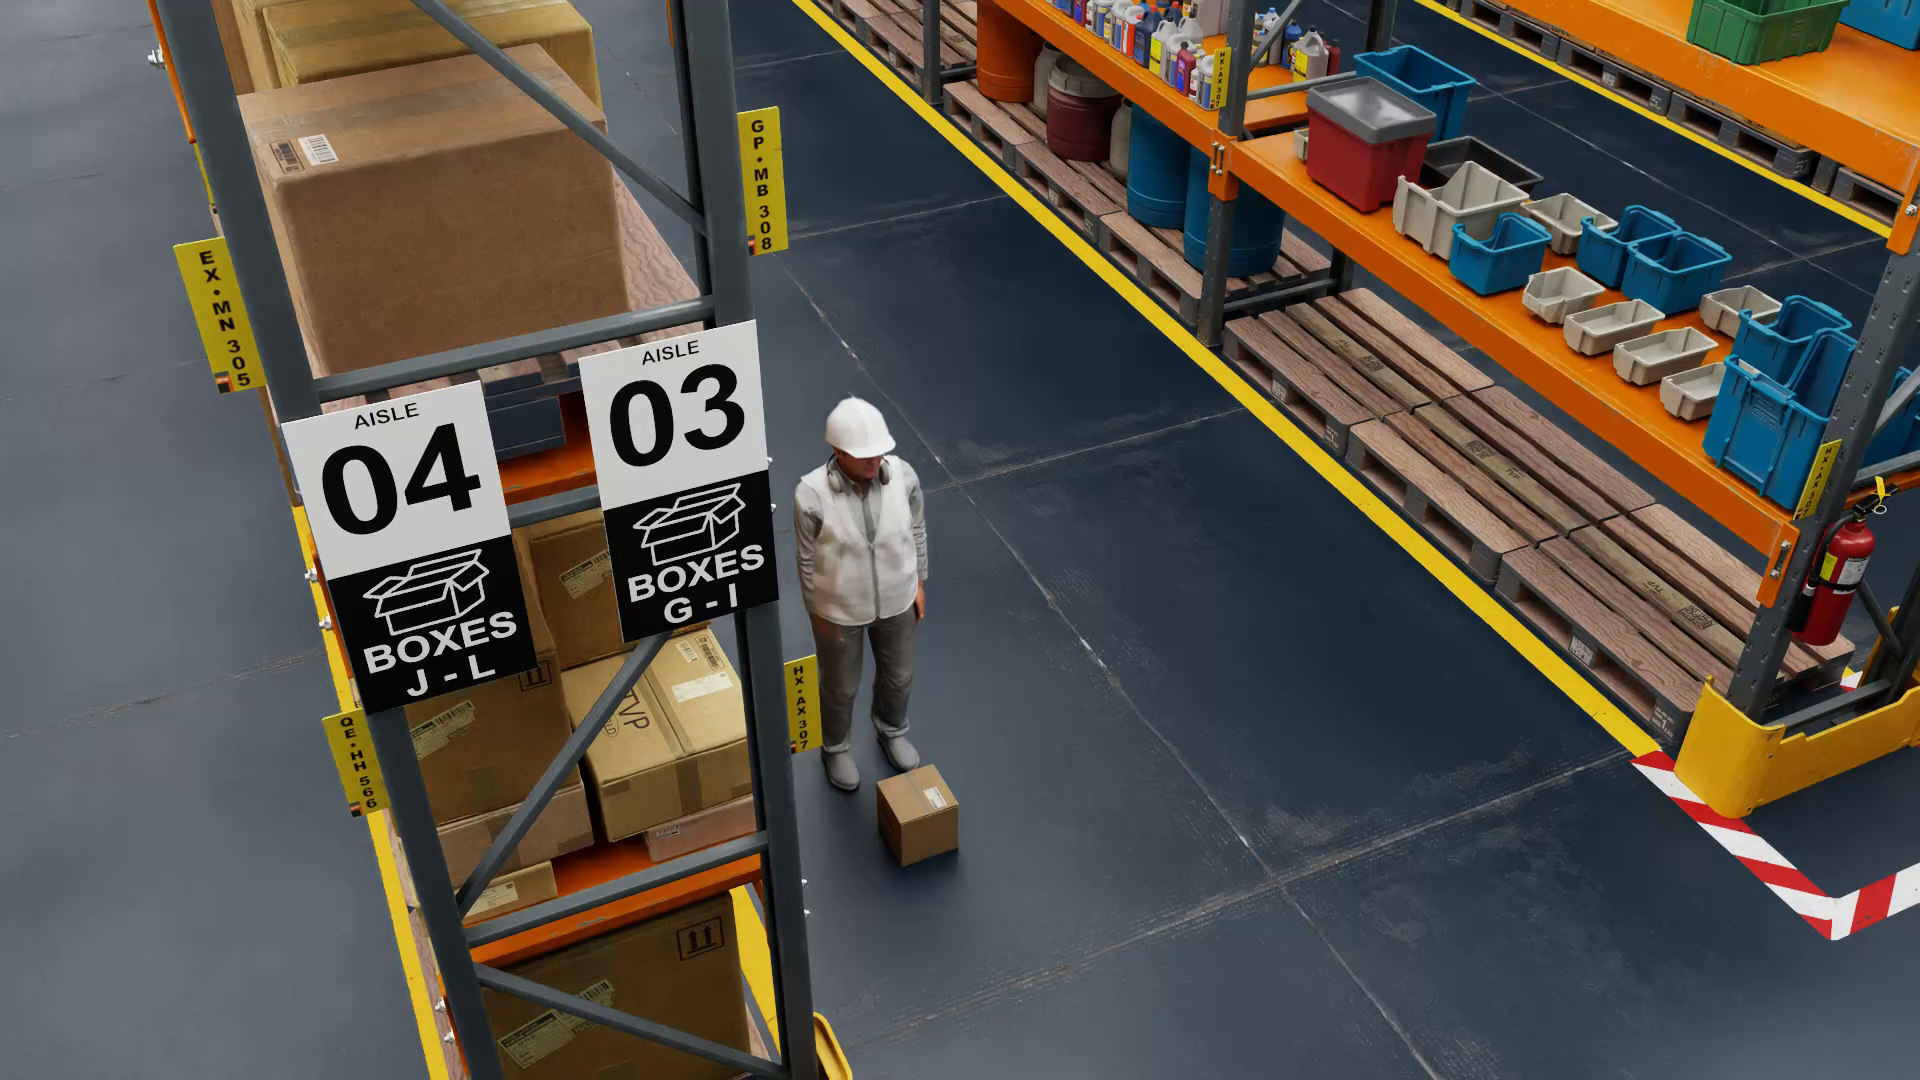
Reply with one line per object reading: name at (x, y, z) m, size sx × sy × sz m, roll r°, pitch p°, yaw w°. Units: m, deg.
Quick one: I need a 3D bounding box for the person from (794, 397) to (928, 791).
person at (-0.367, 0.222, 6.544) m, size 0.531 × 1.767 × 0.359 m, roll -15°, pitch 39°, yaw -19°
